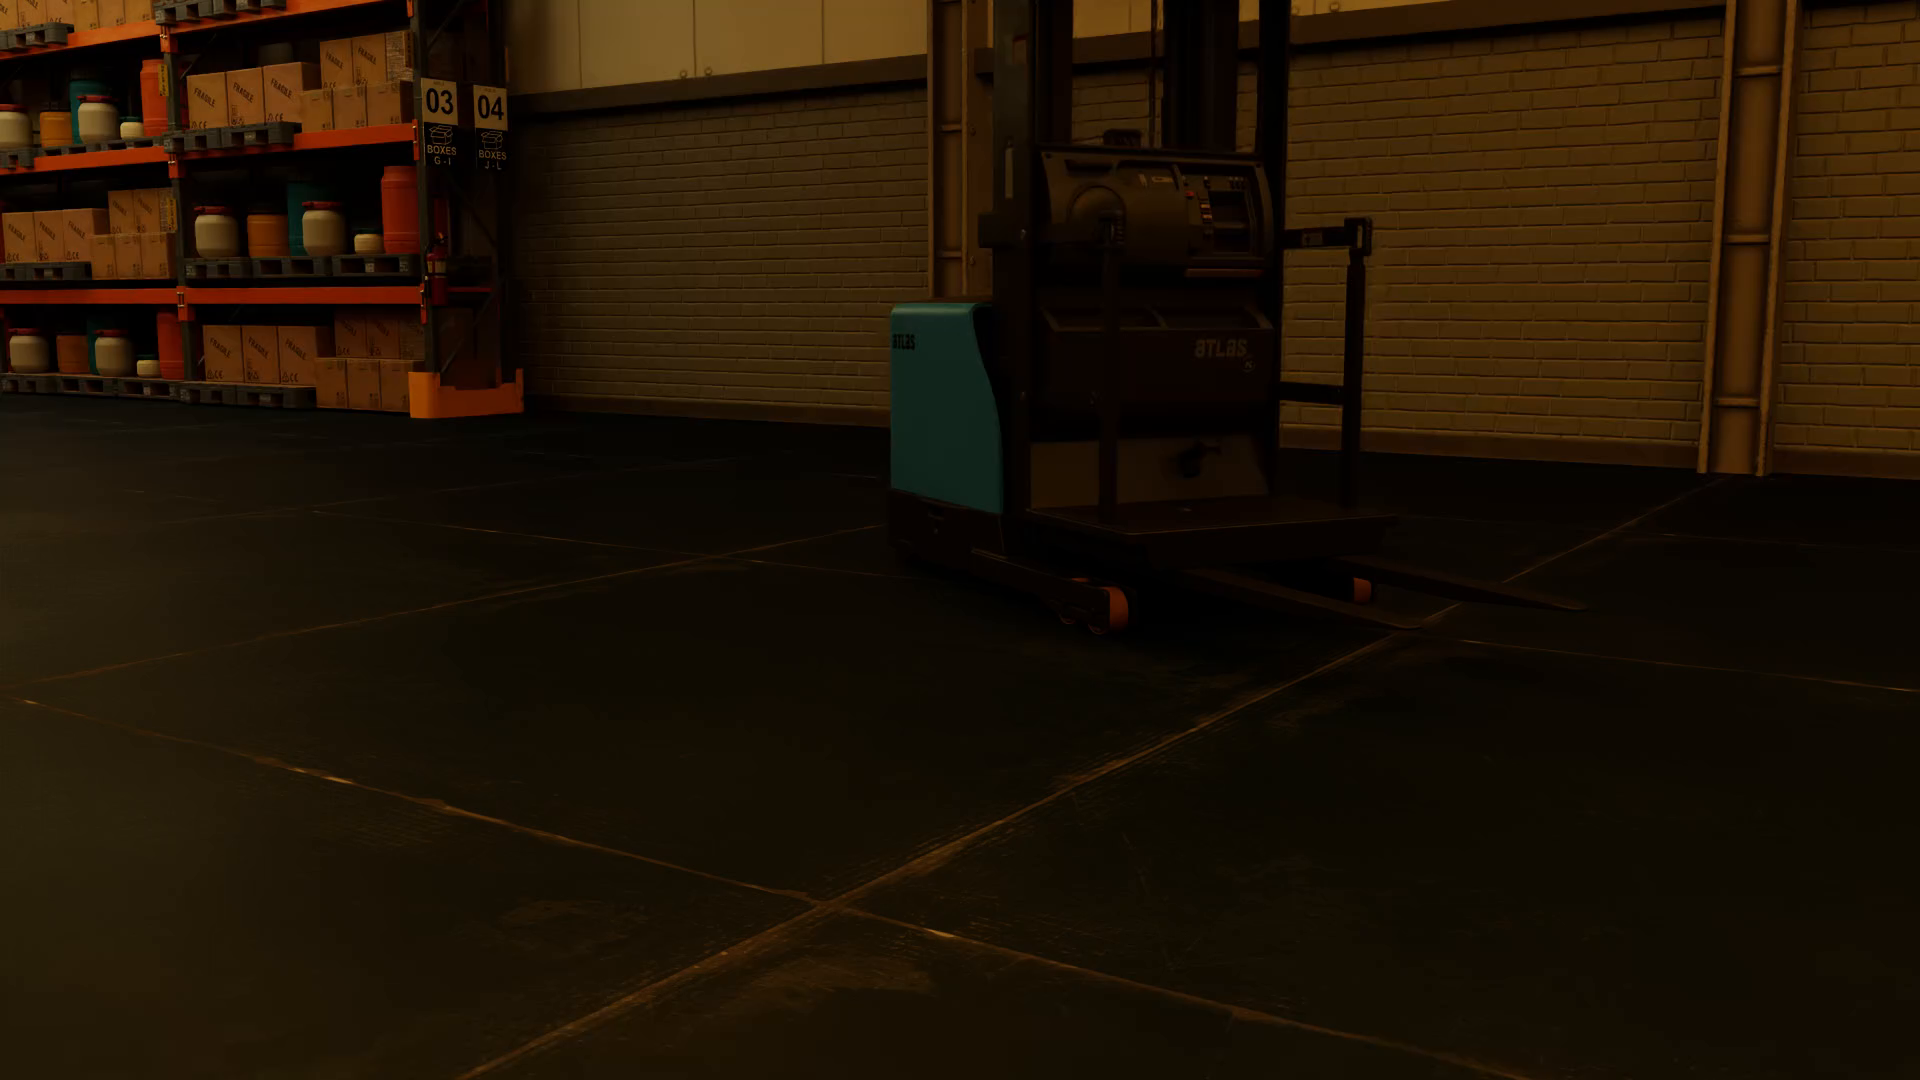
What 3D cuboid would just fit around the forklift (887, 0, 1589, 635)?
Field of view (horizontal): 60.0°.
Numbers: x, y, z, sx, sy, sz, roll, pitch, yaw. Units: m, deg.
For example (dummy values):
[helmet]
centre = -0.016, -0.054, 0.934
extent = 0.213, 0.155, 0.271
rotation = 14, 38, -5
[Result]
[forklift]
centre = 0.803, -1.209, 5.698
extent = 1.130, 2.935, 3.031
rotation = -4, 9, -26
